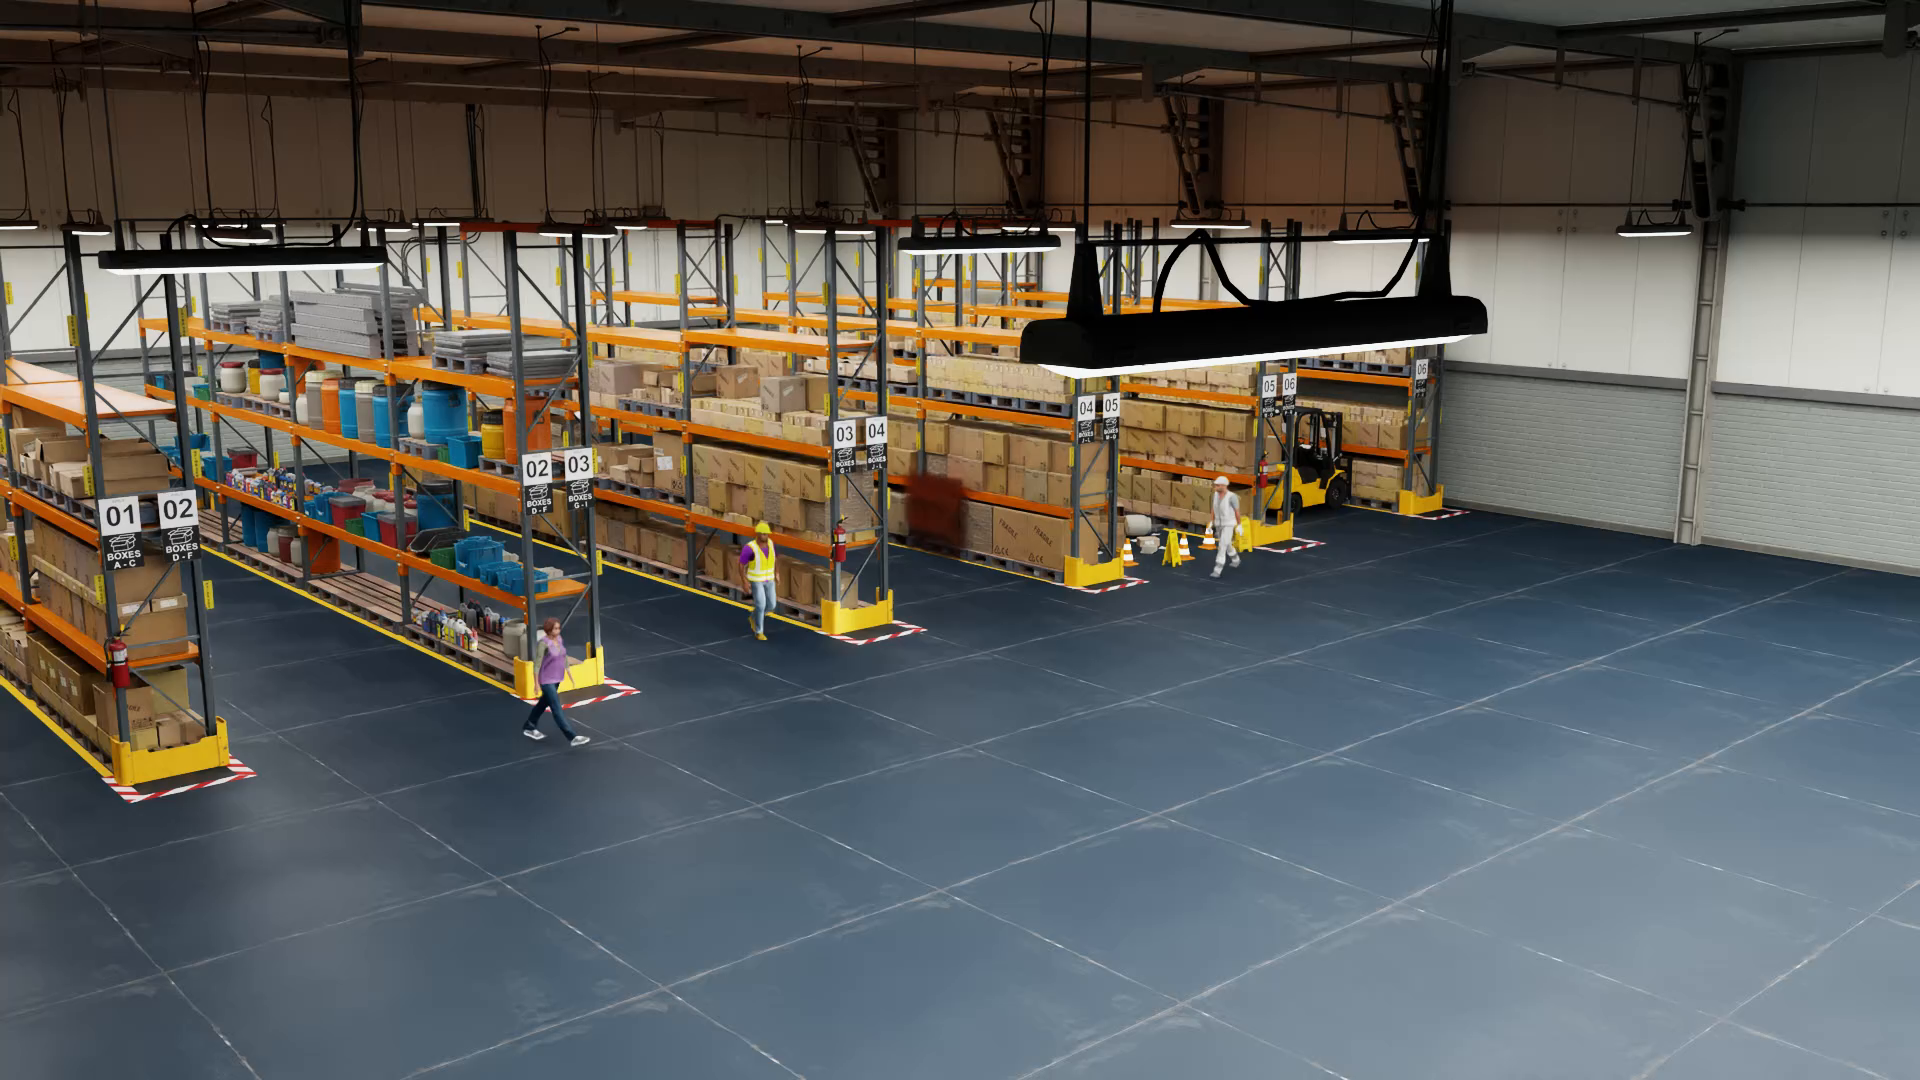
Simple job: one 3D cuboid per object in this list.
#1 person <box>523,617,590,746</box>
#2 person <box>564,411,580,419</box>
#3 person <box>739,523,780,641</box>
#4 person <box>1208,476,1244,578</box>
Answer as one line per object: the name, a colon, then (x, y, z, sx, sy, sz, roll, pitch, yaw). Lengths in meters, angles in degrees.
person: (-4.778, 1.660, 19.643, 1.022, 1.533, 0.429, 3, 12, 16)
person: (-9.348, -2.618, 40.442, 0.527, 1.725, 1.052, 8, 14, 35)
person: (-2.989, 0.587, 24.595, 0.672, 1.746, 0.619, -10, 15, -41)
person: (4.595, -0.254, 28.718, 0.617, 1.744, 1.057, 10, 15, 42)
